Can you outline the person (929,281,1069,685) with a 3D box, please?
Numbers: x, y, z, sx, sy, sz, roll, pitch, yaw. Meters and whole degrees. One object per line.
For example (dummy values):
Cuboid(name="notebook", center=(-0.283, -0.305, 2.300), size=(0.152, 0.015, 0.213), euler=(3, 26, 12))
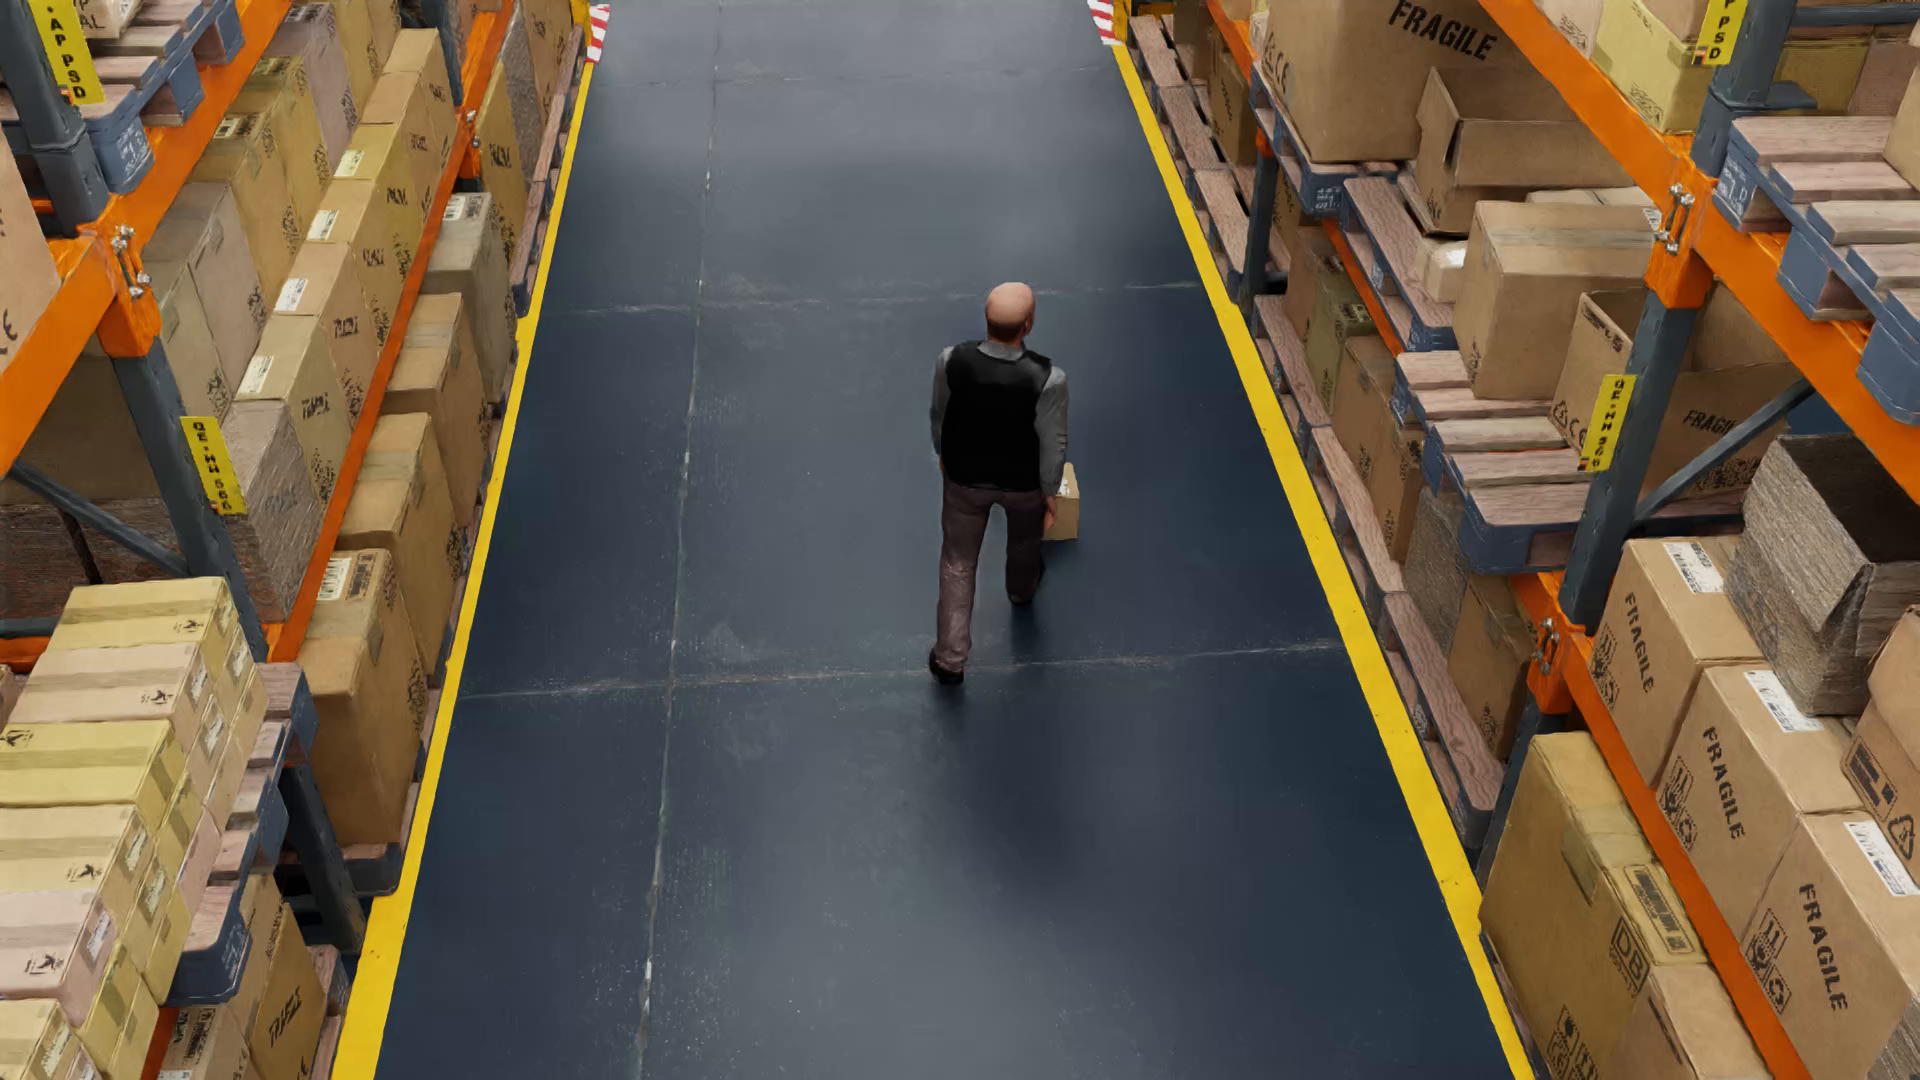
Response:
Cuboid(name="person", center=(0.149, -0.265, 6.519), size=(0.537, 1.707, 0.940), euler=(4, 39, 5))
